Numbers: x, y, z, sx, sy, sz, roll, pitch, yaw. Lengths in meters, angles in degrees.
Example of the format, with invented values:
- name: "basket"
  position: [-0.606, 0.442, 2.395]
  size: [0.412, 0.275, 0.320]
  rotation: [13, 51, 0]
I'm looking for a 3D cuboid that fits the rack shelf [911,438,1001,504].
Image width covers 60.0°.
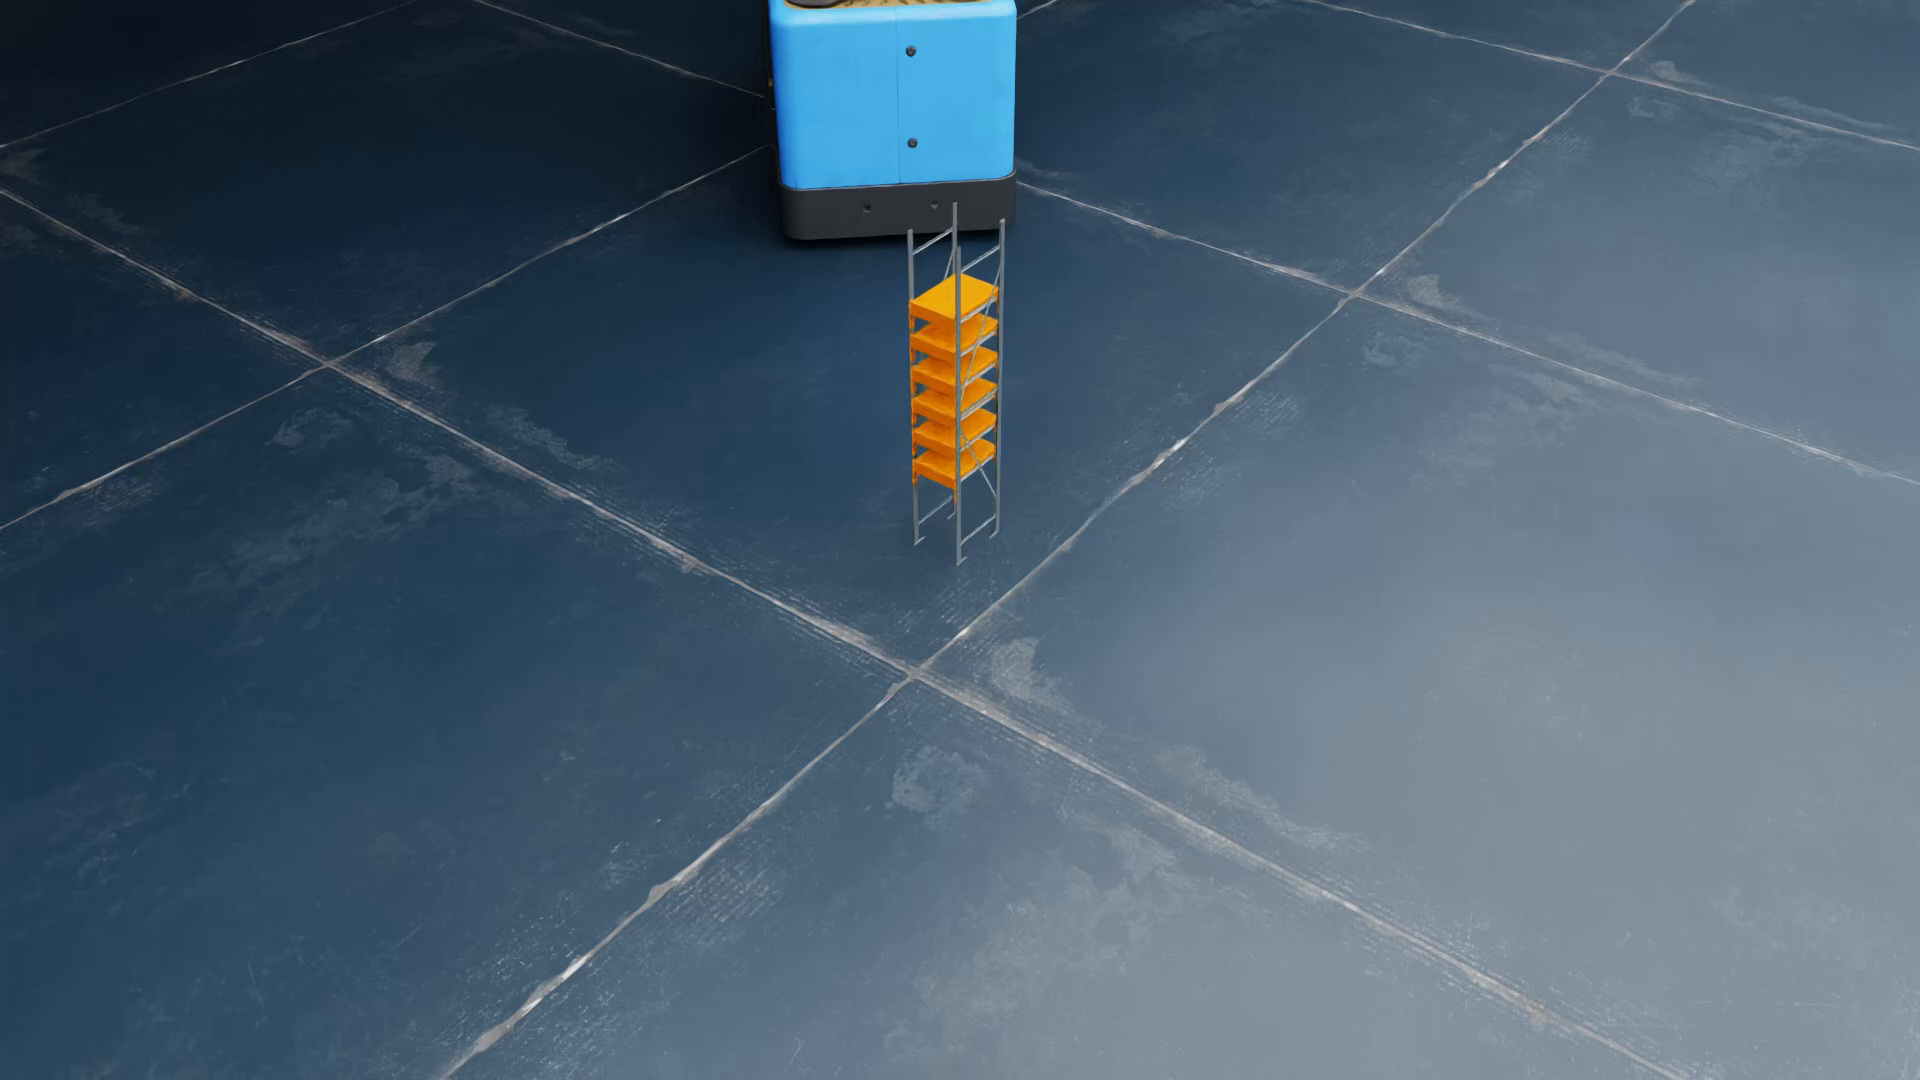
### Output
- name: "rack shelf"
  position: [-0.011, -0.254, 5.562]
  size: [0.180, 0.103, 0.258]
  rotation: [25, 45, 29]

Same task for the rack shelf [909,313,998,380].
- name: "rack shelf"
  position: [-0.012, -0.632, 5.266]
  size: [0.180, 0.103, 0.258]
  rotation: [25, 45, 29]

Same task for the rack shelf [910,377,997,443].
- name: "rack shelf"
  position: [-0.011, -0.443, 5.414]
  size: [0.180, 0.103, 0.258]
  rotation: [25, 45, 29]

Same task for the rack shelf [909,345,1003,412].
- name: "rack shelf"
  position: [-0.011, -0.537, 5.340]
  size: [0.180, 0.103, 0.258]
  rotation: [25, 45, 29]

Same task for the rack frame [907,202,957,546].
- name: "rack frame"
  position: [-0.084, -0.512, 5.431]
  size: [0.006, 1.200, 0.240]
  rotation: [25, 45, 29]

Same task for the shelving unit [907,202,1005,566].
- name: "shelving unit"
  position: [-0.011, -0.478, 5.387]
  size: [0.189, 1.200, 0.258]
  rotation: [25, 45, 29]

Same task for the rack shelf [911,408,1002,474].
- name: "rack shelf"
  position: [-0.011, -0.348, 5.488]
  size: [0.180, 0.103, 0.258]
  rotation: [25, 45, 29]

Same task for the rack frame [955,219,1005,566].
- name: "rack frame"
  position: [0.061, -0.444, 5.343]
  size: [0.006, 1.200, 0.240]
  rotation: [25, 45, 29]

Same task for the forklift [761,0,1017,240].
- name: "forklift"
  position: [-0.443, -3.375, 7.684]
  size: [1.130, 2.935, 3.031]
  rotation: [-4, 38, -6]

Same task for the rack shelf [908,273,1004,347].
- name: "rack shelf"
  position: [-0.012, -0.726, 5.192]
  size: [0.180, 0.103, 0.258]
  rotation: [25, 45, 29]
